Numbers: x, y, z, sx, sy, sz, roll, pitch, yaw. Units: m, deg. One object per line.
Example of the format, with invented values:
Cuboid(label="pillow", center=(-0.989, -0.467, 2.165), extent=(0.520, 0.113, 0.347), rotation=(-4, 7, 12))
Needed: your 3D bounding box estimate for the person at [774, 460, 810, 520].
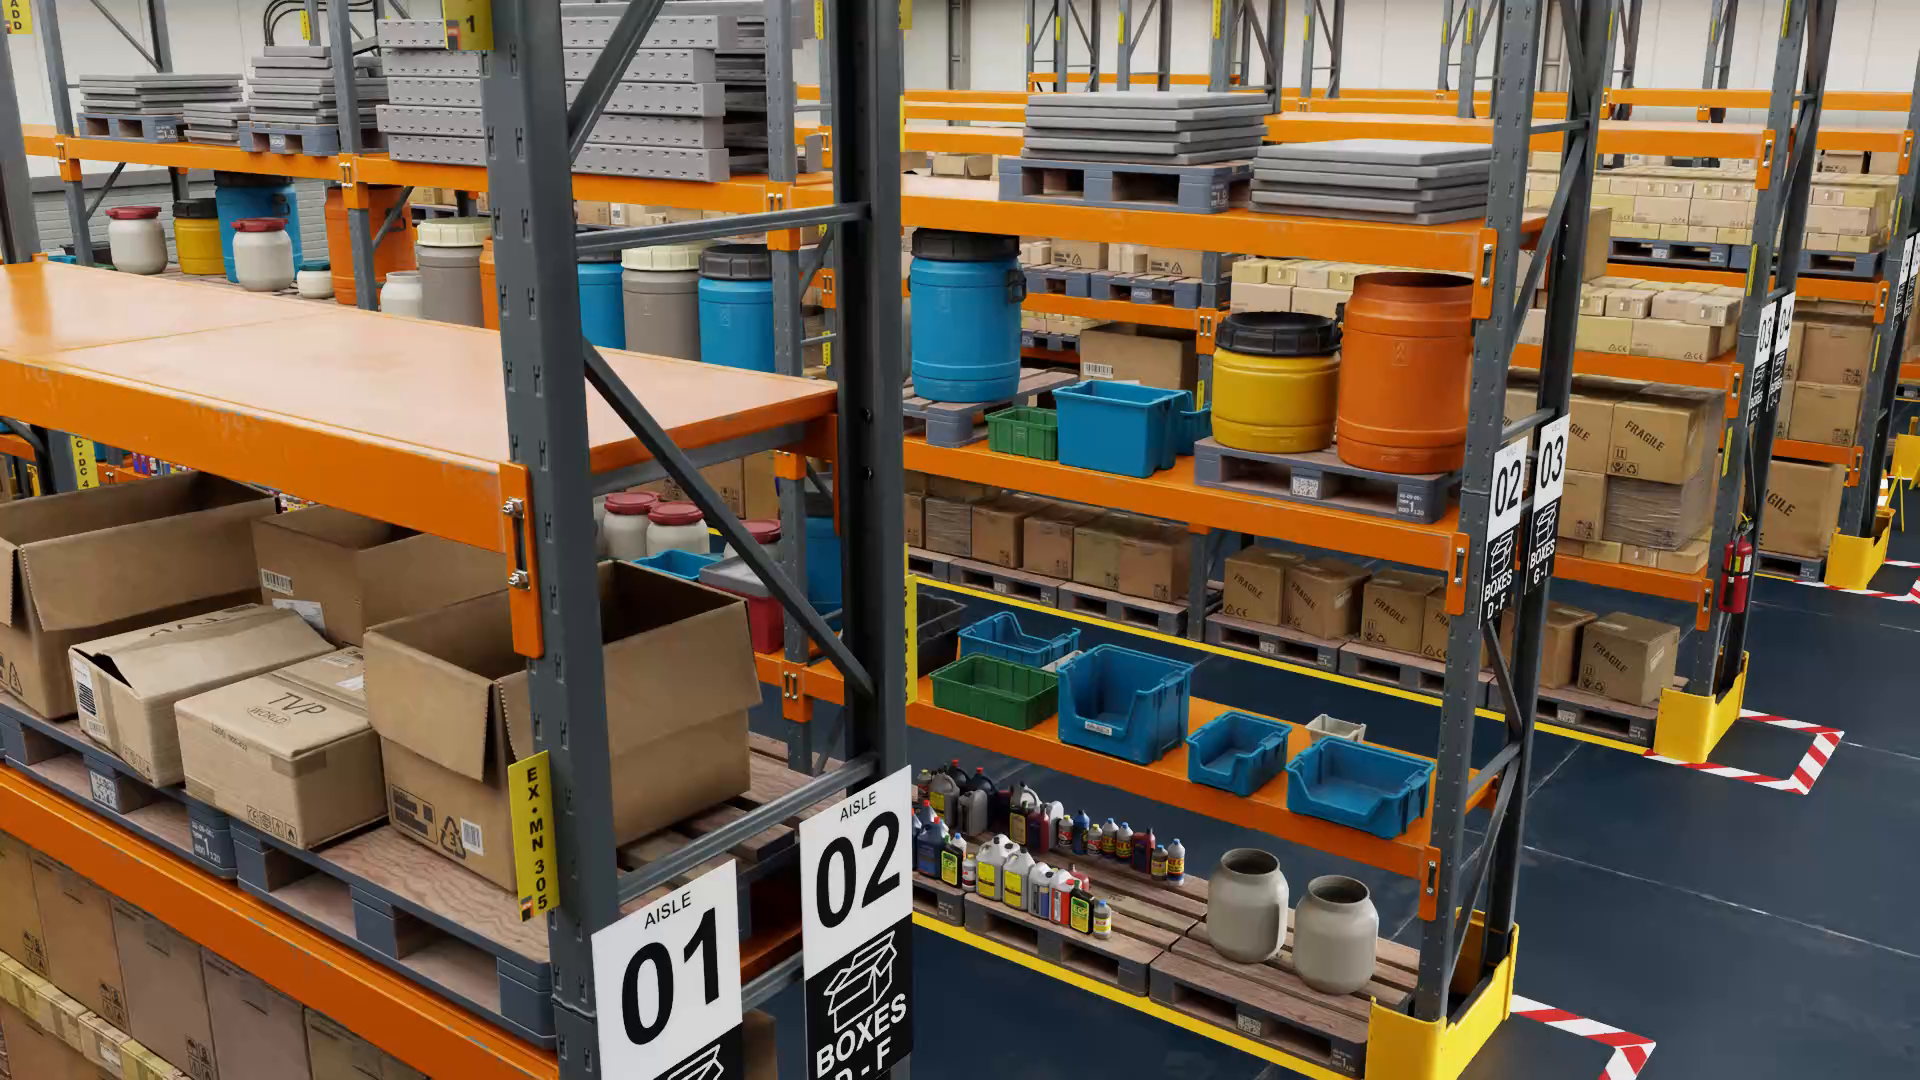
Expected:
Cuboid(label="person", center=(-1.441, -0.171, 14.498), extent=(0.351, 1.584, 0.495), rotation=(11, 20, 32))
